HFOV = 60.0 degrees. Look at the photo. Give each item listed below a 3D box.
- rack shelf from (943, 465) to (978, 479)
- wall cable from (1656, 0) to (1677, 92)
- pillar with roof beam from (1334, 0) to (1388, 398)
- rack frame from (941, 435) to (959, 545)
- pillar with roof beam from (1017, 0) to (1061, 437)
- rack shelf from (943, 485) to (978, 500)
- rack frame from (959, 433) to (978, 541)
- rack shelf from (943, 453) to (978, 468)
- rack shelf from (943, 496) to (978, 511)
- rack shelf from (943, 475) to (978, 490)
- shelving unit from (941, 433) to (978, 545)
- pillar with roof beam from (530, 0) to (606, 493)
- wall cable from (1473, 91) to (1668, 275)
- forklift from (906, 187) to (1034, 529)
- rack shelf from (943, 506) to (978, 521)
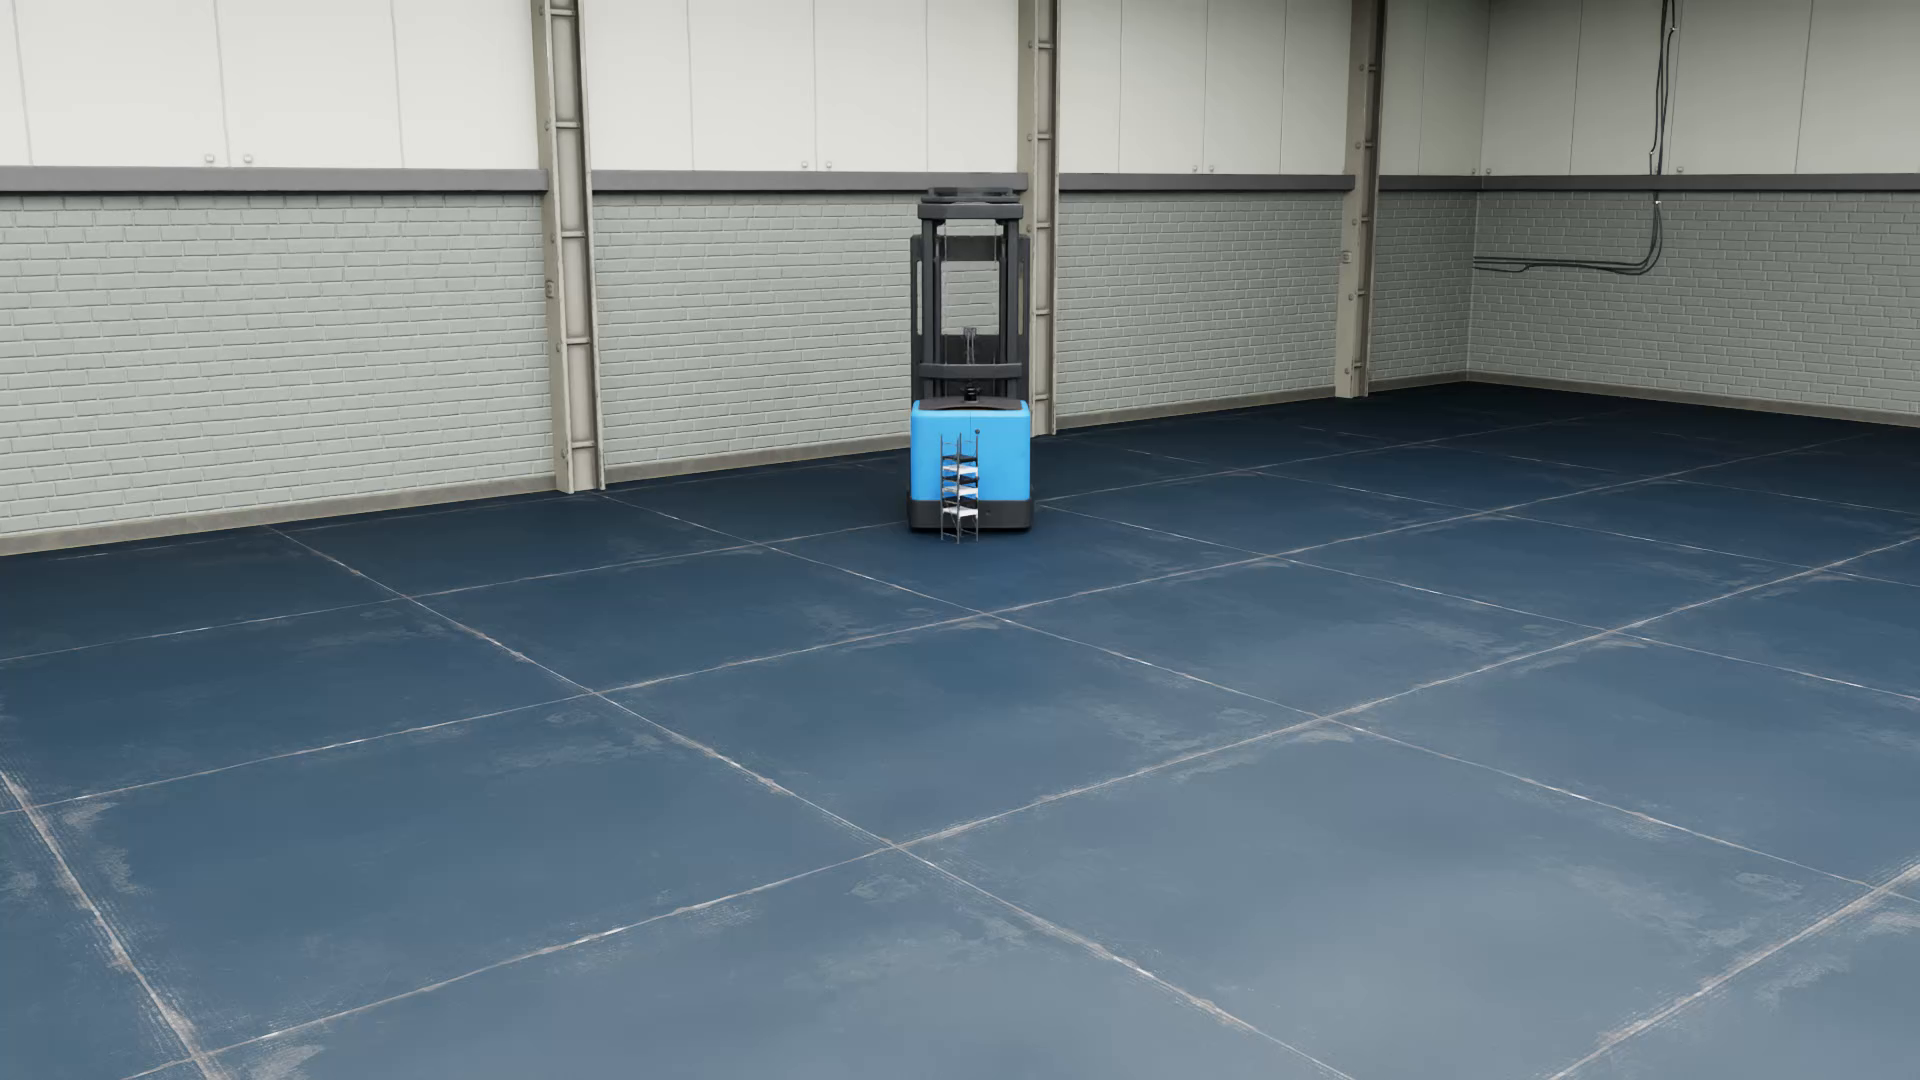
[{"bbox_3d":[-0.006,-0.579,13.981,0.200,0.077,0.258,-10,15,-38],"label":"rack shelf"},{"bbox_3d":[10.419,-7.145,21.431,0.112,2.526,3.097,-9,15,-38],"label":"wall cable"},{"bbox_3d":[8.291,-5.767,19.621,0.400,9.000,9.100,-9,15,-38],"label":"pillar with roof beam"},{"bbox_3d":[-0.085,-0.422,13.949,0.006,0.900,0.240,-10,15,-38],"label":"rack frame"},{"bbox_3d":[3.606,-4.988,15.954,0.400,9.000,9.100,-9,15,-38],"label":"pillar with roof beam"},{"bbox_3d":[-0.006,-0.403,14.019,0.200,0.077,0.258,-10,15,-38],"label":"rack shelf"},{"bbox_3d":[0.073,-0.448,14.074,0.006,0.900,0.240,-10,15,-38],"label":"rack frame"},{"bbox_3d":[-0.006,-0.667,13.963,0.200,0.077,0.258,-10,15,-38],"label":"rack shelf"},{"bbox_3d":[-0.006,-0.315,14.037,0.200,0.077,0.258,-10,15,-38],"label":"rack shelf"},{"bbox_3d":[-0.006,-0.491,14.000,0.200,0.077,0.258,-10,15,-38],"label":"rack shelf"},{"bbox_3d":[-0.006,-0.435,14.012,0.210,0.900,0.258,-10,15,-38],"label":"shelving unit"},{"bbox_3d":[-1.079,-4.209,12.288,0.400,9.000,9.100,-9,15,-38],"label":"pillar with roof beam"},{"bbox_3d":[8.729,-5.114,24.022,0.112,2.526,3.097,-9,15,-38],"label":"wall cable"},{"bbox_3d":[0.092,-1.781,15.459,1.130,2.935,3.031,0,12,0],"label":"forklift"},{"bbox_3d":[-0.006,-0.227,14.056,0.200,0.077,0.258,-10,15,-38],"label":"rack shelf"}]
